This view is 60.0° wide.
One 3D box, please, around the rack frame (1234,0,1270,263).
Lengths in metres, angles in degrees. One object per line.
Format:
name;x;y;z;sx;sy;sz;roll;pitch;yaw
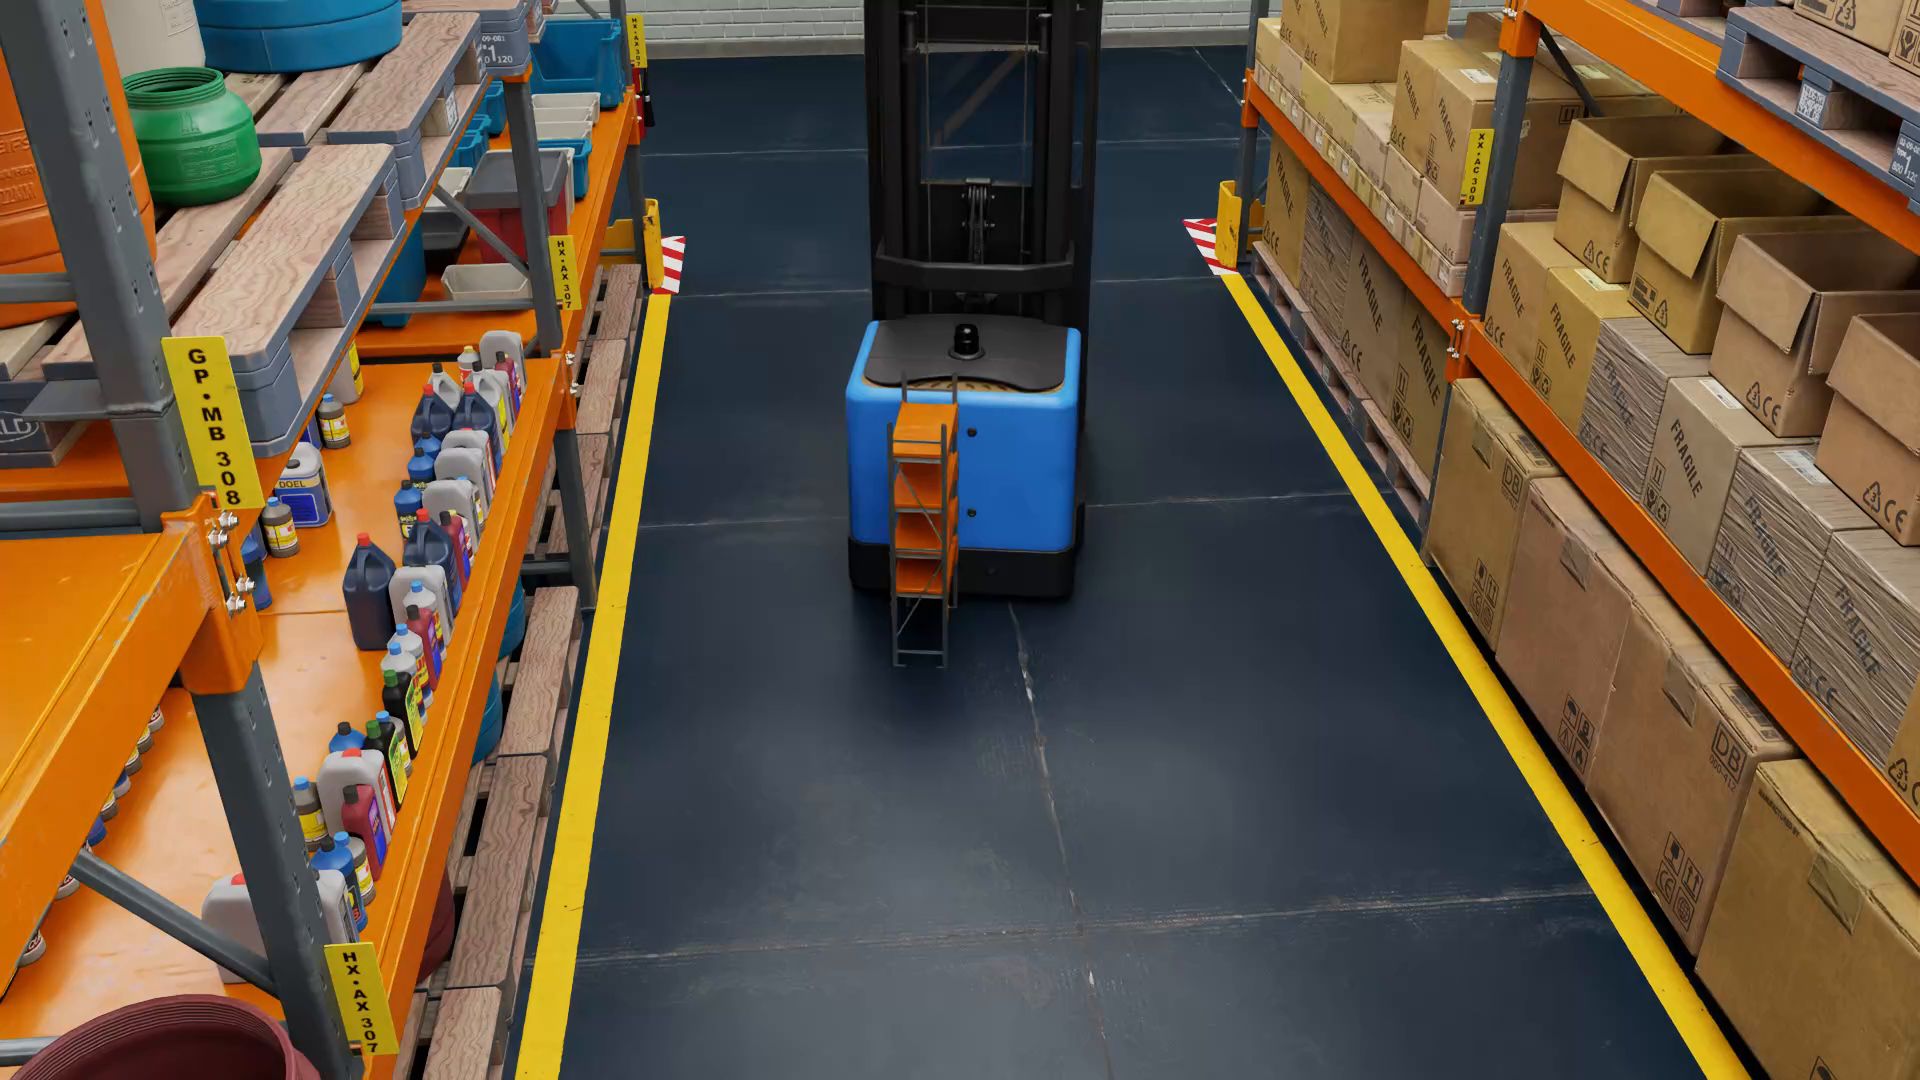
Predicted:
rack frame;2.369;-3.244;10.756;1.000;3.000;0.127;-3;31;-5

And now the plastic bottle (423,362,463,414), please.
plastic bottle;-1.921;-0.483;6.182;0.144;0.351;0.185;-3;31;-5

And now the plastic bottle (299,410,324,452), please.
plastic bottle;-2.491;-0.470;6.233;0.152;0.276;0.135;-3;31;-5

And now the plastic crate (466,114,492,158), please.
plastic crate;-2.744;-2.147;9.024;0.416;0.233;0.300;-3;31;-5

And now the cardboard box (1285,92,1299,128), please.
cardboard box;2.148;-2.545;9.830;0.380;0.149;0.250;-3;31;-5

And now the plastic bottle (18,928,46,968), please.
plastic bottle;-2.270;0.917;3.983;0.097;0.201;0.097;0;31;0

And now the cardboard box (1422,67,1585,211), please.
cardboard box;2.433;-1.809;7.479;0.500;0.500;0.500;-2;31;-3

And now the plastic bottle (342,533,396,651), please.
plastic bottle;-1.813;0.148;5.124;0.144;0.351;0.185;-3;31;-5

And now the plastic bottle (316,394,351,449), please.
plastic bottle;-2.368;-0.453;6.278;0.097;0.201;0.097;0;31;0

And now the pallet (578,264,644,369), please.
pallet;-2.524;-1.387;10.366;1.003;0.211;1.213;-3;31;-5

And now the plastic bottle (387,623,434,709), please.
plastic bottle;-1.604;0.364;4.841;0.097;0.271;0.097;0;31;0

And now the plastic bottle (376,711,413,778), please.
plastic bottle;-1.573;0.562;4.578;0.097;0.201;0.097;0;31;0

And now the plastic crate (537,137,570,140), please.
plastic crate;-2.197;-2.072;8.992;0.298;0.136;0.250;-3;31;-5

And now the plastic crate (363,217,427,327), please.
plastic crate;-2.572;-1.206;7.300;0.392;0.384;0.575;-3;31;-5

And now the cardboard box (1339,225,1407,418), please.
cardboard box;2.676;-1.270;9.114;0.875;0.875;0.875;-3;31;-5

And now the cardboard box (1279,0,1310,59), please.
cardboard box;2.191;-3.116;9.667;0.500;0.500;0.500;-3;31;-6

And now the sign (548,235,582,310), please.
sign;-1.641;-1.109;6.911;0.100;0.325;0.005;-3;31;-5

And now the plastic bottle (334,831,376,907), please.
plastic bottle;-1.527;0.816;4.152;0.097;0.201;0.097;0;31;0

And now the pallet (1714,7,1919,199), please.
pallet;2.896;-1.263;4.699;1.003;0.211;1.213;-1;31;-2

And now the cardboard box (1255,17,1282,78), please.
cardboard box;2.145;-3.050;10.286;0.500;0.250;0.500;-4;31;-6

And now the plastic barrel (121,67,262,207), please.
plastic barrel;-1.685;-0.876;3.608;0.294;0.245;0.294;0;31;0

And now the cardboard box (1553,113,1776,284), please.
cardboard box;2.810;-1.350;6.509;0.797;0.503;0.637;-4;31;-6

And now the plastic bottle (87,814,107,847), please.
plastic bottle;-2.310;0.670;4.329;0.097;0.271;0.097;0;31;0

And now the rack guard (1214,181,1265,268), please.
rack guard;2.366;-2.183;11.418;1.175;0.500;0.348;-3;31;-5

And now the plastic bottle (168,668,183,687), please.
plastic bottle;-2.358;0.246;4.961;0.144;0.351;0.185;-3;31;-5

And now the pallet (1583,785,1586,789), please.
pallet;3.007;1.010;6.354;1.003;0.211;1.213;-3;31;-5

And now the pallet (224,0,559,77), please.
pallet;-2.018;-1.776;5.557;1.213;0.211;1.003;-3;31;-5

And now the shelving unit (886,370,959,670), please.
shelving unit;-0.153;-0.078;7.211;0.258;1.200;0.503;3;31;4

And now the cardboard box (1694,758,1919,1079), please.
cardboard box;3.072;1.219;4.947;1.225;0.875;0.875;-4;31;-7

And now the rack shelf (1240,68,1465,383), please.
rack shelf;2.555;-1.914;9.231;1.077;0.370;4.000;-3;31;-5

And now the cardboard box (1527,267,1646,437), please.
cardboard box;2.584;-0.741;6.469;0.500;0.500;0.500;-3;31;-5

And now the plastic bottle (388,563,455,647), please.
plastic bottle;-1.663;0.186;5.134;0.152;0.276;0.135;-3;31;-5

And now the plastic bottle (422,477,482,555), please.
plastic bottle;-1.715;-0.095;5.604;0.152;0.276;0.135;-3;31;-5

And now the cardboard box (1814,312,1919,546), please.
cardboard box;3.006;-0.340;4.819;0.797;0.503;0.637;-2;31;-3

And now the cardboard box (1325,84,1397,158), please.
cardboard box;2.297;-2.262;8.967;0.500;0.250;0.500;-3;31;-6

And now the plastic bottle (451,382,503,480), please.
plastic bottle;-1.760;-0.396;6.035;0.144;0.351;0.185;-3;31;-5

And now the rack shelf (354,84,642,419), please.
rack shelf;-2.376;-1.677;8.834;1.077;0.370;4.000;-3;31;-5

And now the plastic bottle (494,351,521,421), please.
plastic bottle;-1.763;-0.613;6.465;0.061;0.283;0.133;-3;31;-5

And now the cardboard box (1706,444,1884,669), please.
cardboard box;2.731;0.037;5.165;0.500;0.500;0.500;-4;31;-6

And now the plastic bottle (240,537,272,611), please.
plastic bottle;-2.272;0.089;5.301;0.097;0.271;0.097;0;31;0

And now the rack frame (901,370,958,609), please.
rack frame;-0.131;-0.203;7.420;0.240;1.200;0.015;3;31;4

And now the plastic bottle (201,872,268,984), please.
plastic bottle;-1.685;0.902;3.936;0.152;0.276;0.135;-3;31;-5

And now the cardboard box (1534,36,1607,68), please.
cardboard box;2.914;-2.096;7.959;0.500;0.500;0.500;-3;31;-5

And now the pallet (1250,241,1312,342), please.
pallet;2.521;-1.643;10.794;1.003;0.211;1.213;-3;31;-5

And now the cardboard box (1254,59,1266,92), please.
cardboard box;2.073;-2.939;10.491;0.380;0.149;0.250;-2;31;-4

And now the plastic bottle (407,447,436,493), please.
plastic bottle;-1.859;-0.196;5.778;0.097;0.271;0.097;0;31;0

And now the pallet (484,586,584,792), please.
pallet;-2.158;0.628;6.992;1.003;0.211;1.213;-3;31;-5

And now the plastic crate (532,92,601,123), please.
plastic crate;-2.306;-2.512;9.729;0.396;0.136;0.243;-3;31;-5

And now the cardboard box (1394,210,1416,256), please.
cardboard box;2.340;-1.497;8.075;0.380;0.149;0.250;-3;31;-5

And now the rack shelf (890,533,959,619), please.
rack shelf;-0.153;0.150;7.347;0.258;0.148;0.480;3;31;4

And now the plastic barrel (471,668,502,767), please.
plastic barrel;-2.089;0.396;6.299;0.600;0.901;0.708;-3;31;-5

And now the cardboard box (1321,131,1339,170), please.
cardboard box;2.218;-2.154;9.176;0.380;0.149;0.250;-4;31;-6

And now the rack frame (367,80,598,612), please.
rack frame;-2.189;-0.965;6.940;1.000;3.000;0.127;-3;31;-5

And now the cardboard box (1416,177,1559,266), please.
cardboard box;2.440;-1.478;7.656;0.500;0.250;0.500;-3;31;-6

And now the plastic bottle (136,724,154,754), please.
plastic bottle;-2.347;0.501;4.680;0.097;0.201;0.097;0;31;0

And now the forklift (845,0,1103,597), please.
forklift;0.127;-1.725;8.280;1.130;2.935;3.031;3;31;4

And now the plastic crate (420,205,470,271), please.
plastic crate;-2.561;-1.431;7.930;0.437;0.125;0.590;-3;31;-5
